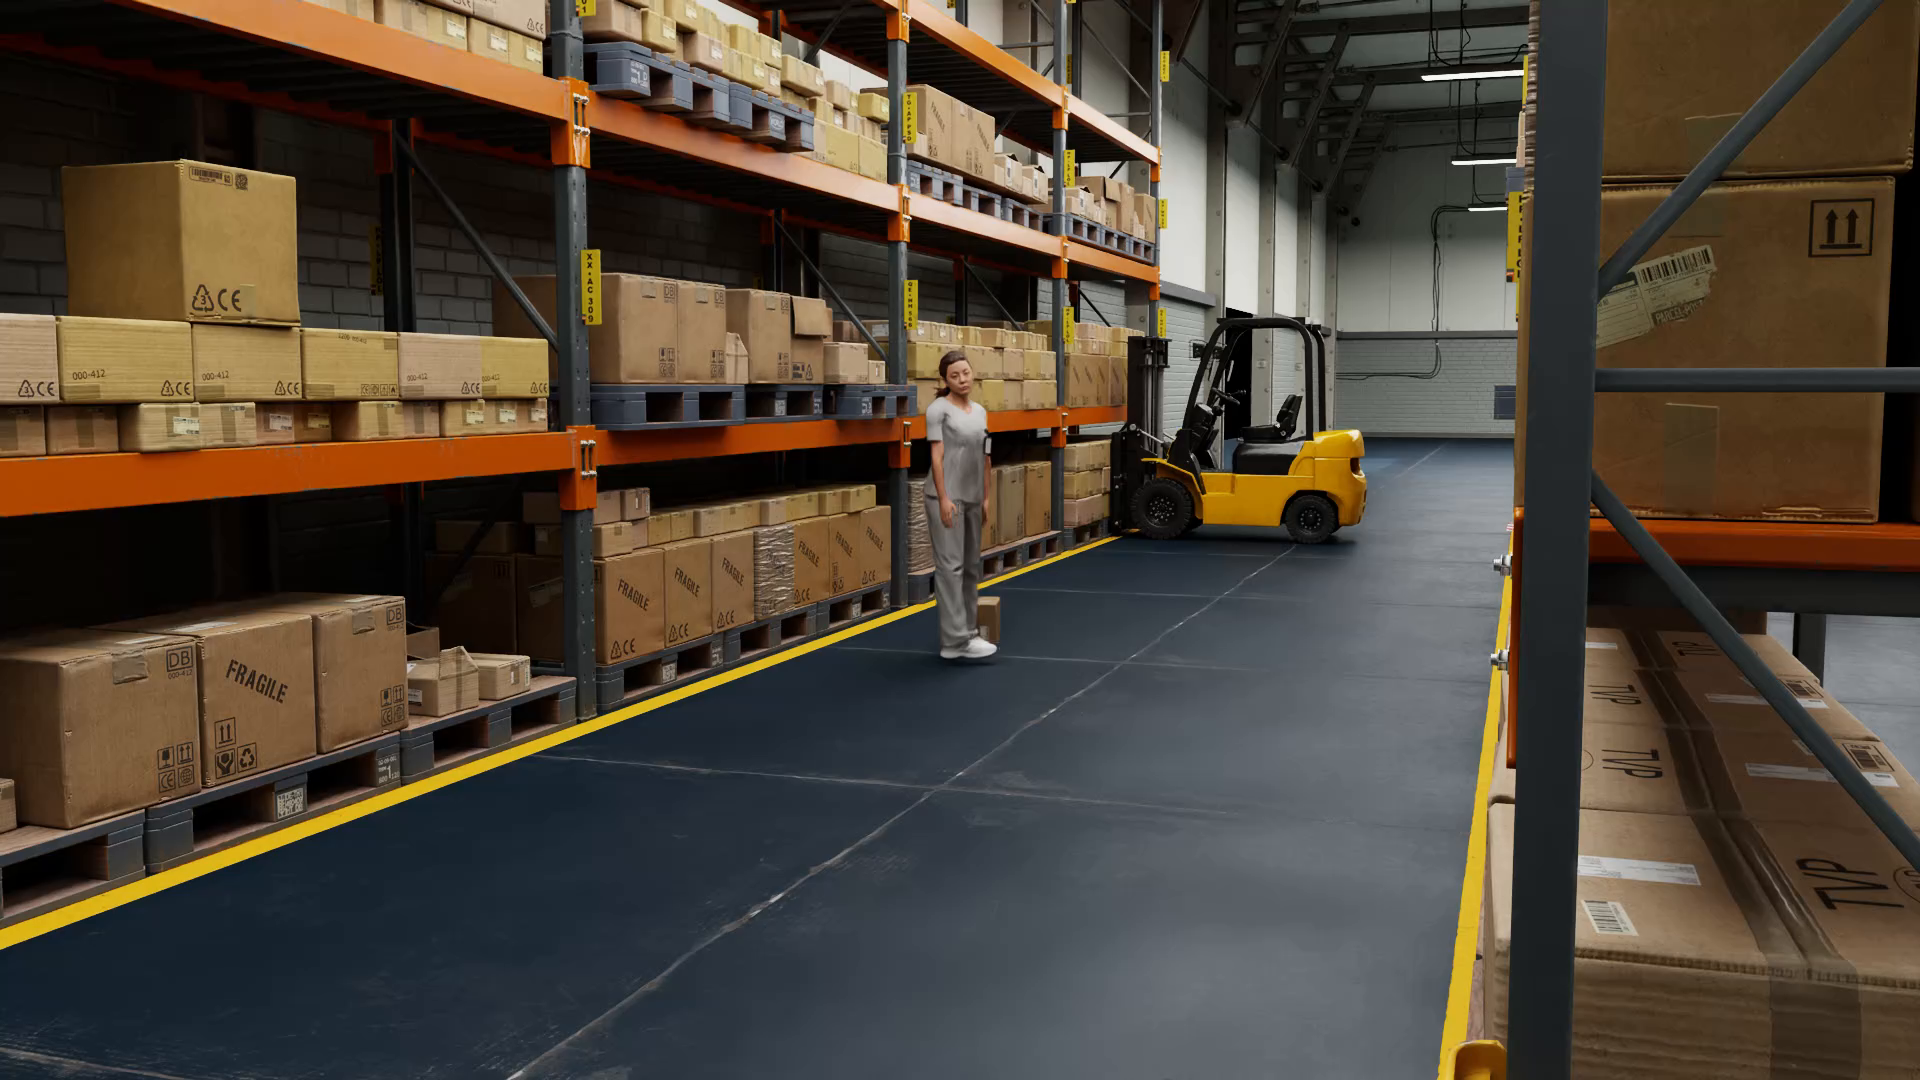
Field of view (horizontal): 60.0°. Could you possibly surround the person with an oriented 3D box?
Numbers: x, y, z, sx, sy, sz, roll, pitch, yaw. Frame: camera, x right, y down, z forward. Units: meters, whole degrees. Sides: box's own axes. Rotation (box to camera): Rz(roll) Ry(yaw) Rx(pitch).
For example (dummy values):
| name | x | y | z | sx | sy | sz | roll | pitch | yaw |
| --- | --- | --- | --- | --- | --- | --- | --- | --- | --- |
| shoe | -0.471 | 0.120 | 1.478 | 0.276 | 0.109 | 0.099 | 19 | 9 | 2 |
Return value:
| name | x | y | z | sx | sy | sz | roll | pitch | yaw |
| --- | --- | --- | --- | --- | --- | --- | --- | --- | --- |
| person | 0.040 | -0.195 | 9.086 | 0.461 | 1.675 | 0.479 | -5 | 7 | -45 |
